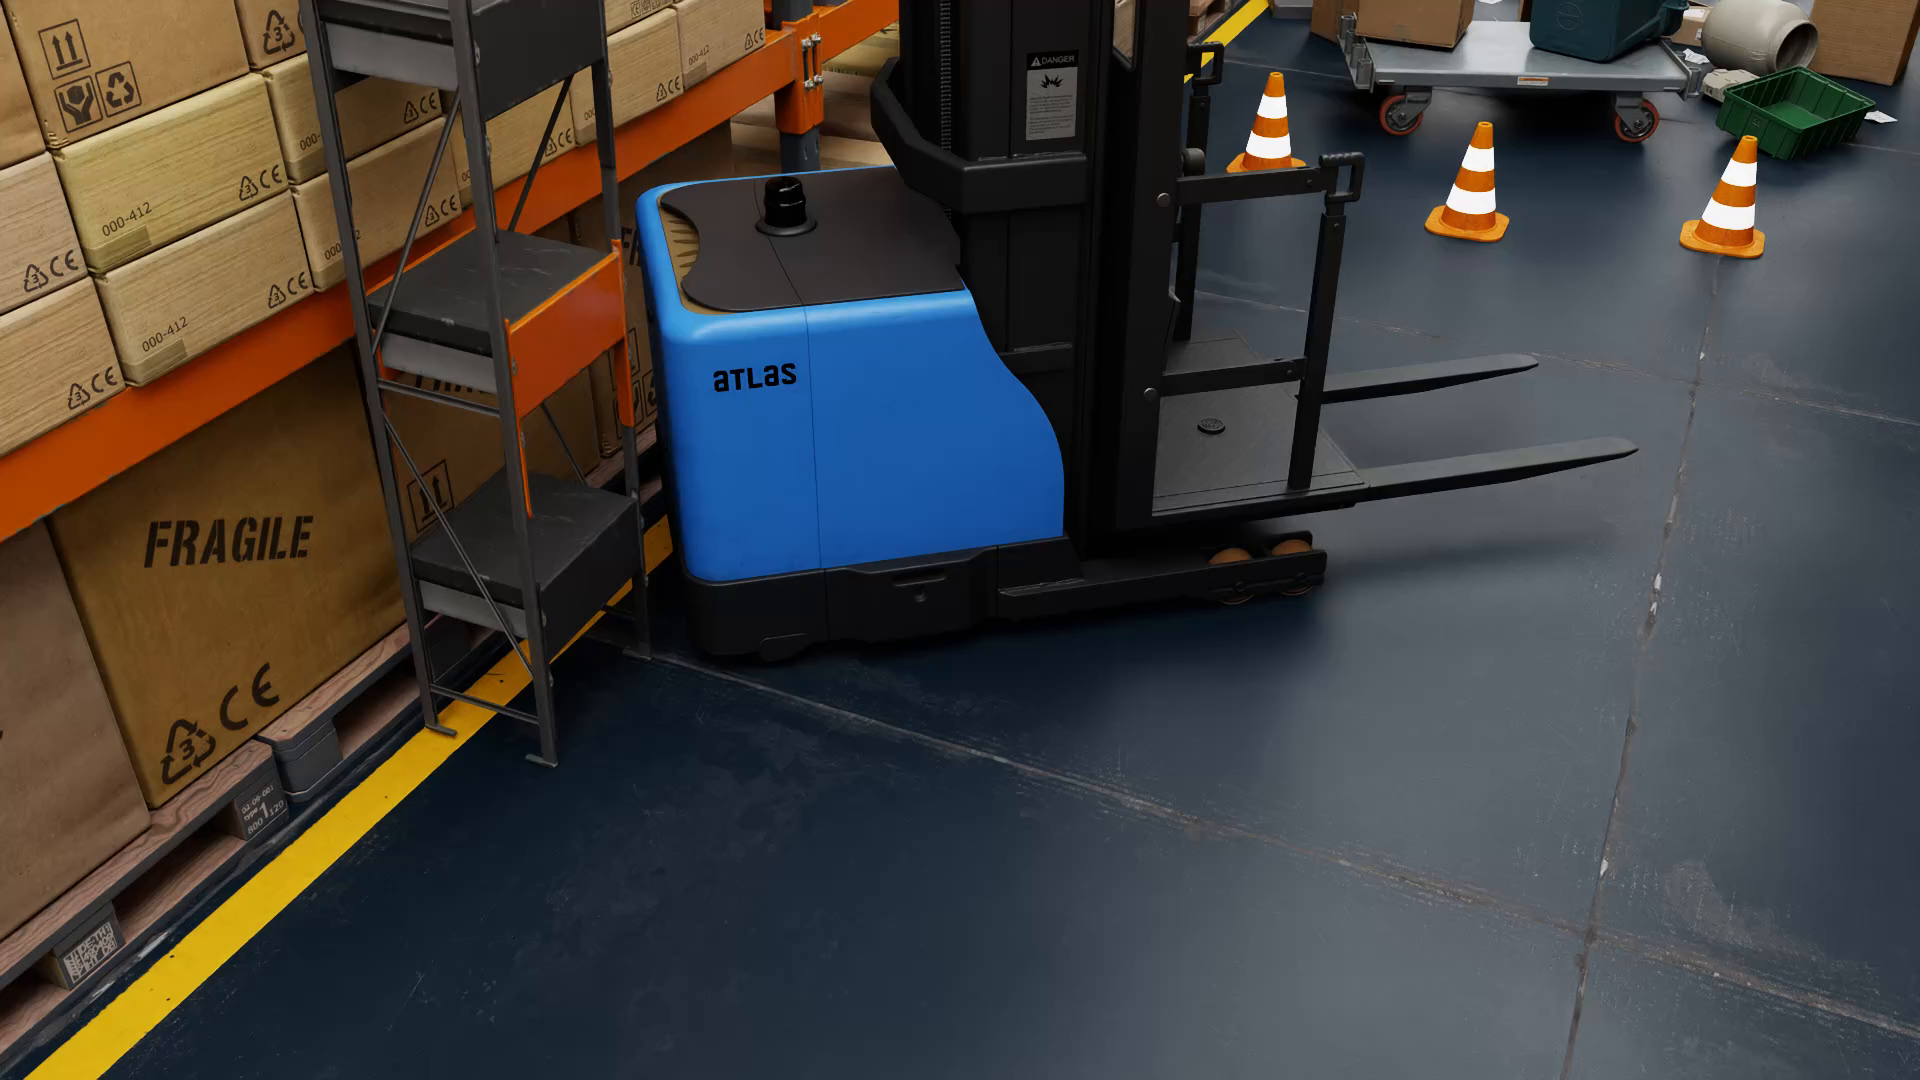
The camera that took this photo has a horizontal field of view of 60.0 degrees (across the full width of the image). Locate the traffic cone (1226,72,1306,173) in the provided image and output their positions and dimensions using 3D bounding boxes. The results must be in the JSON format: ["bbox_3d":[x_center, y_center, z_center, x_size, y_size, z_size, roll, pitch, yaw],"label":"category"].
[{"bbox_3d":[1.463,-1.966,7.826,0.336,0.463,0.334,14,36,20],"label":"traffic cone"}]

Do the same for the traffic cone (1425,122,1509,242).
[{"bbox_3d":[2.250,-1.592,7.256,0.336,0.463,0.334,14,36,20],"label":"traffic cone"}]

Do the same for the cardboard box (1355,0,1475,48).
[{"bbox_3d":[2.340,-2.844,8.440,0.500,0.500,0.500,14,36,20],"label":"cardboard box"}]

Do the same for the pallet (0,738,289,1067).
[{"bbox_3d":[-2.382,0.783,3.863,1.003,0.211,1.213,14,36,20],"label":"pallet"}]

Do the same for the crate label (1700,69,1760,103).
[{"bbox_3d":[4.073,-2.384,8.761,0.298,0.136,0.250,-9,34,-13],"label":"crate label"}]

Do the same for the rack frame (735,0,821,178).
[{"bbox_3d":[-0.963,-1.973,5.524,1.000,3.000,0.127,14,36,20],"label":"rack frame"}]

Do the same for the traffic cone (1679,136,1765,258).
[{"bbox_3d":[3.316,-1.498,7.113,0.336,0.463,0.334,14,36,20],"label":"traffic cone"}]

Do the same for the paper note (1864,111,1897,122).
[{"bbox_3d":[4.708,-2.182,8.549,0.147,0.020,0.142,-9,34,-13],"label":"paper note"}]

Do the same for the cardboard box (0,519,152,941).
[{"bbox_3d":[-2.450,0.404,3.452,0.875,0.875,0.875,15,36,22],"label":"cardboard box"}]

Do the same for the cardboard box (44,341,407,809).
[{"bbox_3d":[-2.079,-0.047,4.141,0.875,0.875,0.875,15,36,22],"label":"cardboard box"}]

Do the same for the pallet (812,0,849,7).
[{"bbox_3d":[-0.761,-2.273,6.155,1.213,0.211,1.003,14,36,20],"label":"pallet"}]

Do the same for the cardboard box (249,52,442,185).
[{"bbox_3d":[-1.559,-1.046,3.790,0.500,0.250,0.500,13,35,19],"label":"cardboard box"}]

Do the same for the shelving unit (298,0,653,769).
[{"bbox_3d":[-1.102,-0.444,3.993,0.431,2.100,0.503,14,36,16],"label":"shelving unit"}]

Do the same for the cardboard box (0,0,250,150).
[{"bbox_3d":[-1.791,-1.103,3.194,0.500,0.500,0.500,13,36,19],"label":"cardboard box"}]

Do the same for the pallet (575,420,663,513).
[{"bbox_3d":[-1.361,-0.432,5.716,1.003,0.211,1.213,14,36,20],"label":"pallet"}]

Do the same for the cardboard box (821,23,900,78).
[{"bbox_3d":[-0.094,-2.075,7.693,0.950,0.372,0.625,15,36,22],"label":"cardboard box"}]

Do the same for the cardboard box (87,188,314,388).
[{"bbox_3d":[-1.769,-0.587,3.546,0.500,0.250,0.500,14,36,20],"label":"cardboard box"}]

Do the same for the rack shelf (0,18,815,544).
[{"bbox_3d":[-1.800,-0.677,4.202,1.077,0.370,4.000,14,36,20],"label":"rack shelf"}]

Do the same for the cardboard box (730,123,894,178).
[{"bbox_3d":[-0.717,-1.329,6.555,0.950,0.372,0.625,12,35,17],"label":"cardboard box"}]

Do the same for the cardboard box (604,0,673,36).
[{"bbox_3d":[-1.146,-1.564,4.581,0.500,0.250,0.500,13,36,19],"label":"cardboard box"}]

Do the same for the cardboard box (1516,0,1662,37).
[{"bbox_3d":[3.565,-3.047,9.315,0.797,0.637,0.503,14,36,20],"label":"cardboard box"}]

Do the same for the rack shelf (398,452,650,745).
[{"bbox_3d":[-1.135,0.144,4.396,0.431,0.518,0.480,14,36,16],"label":"rack shelf"}]

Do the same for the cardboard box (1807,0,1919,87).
[{"bbox_3d":[4.966,-2.845,9.130,0.500,0.500,0.500,21,39,28],"label":"cardboard box"}]

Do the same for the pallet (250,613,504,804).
[{"bbox_3d":[-1.873,0.173,4.793,1.003,0.211,1.213,14,36,20],"label":"pallet"}]

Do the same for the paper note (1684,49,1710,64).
[{"bbox_3d":[4.155,-2.732,9.395,0.172,0.023,0.155,29,43,36],"label":"paper note"}]

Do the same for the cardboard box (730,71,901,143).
[{"bbox_3d":[-0.416,-1.699,7.118,0.950,0.372,0.625,13,36,20],"label":"cardboard box"}]

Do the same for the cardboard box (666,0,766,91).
[{"bbox_3d":[-0.939,-1.599,5.090,0.500,0.250,0.500,13,35,19],"label":"cardboard box"}]

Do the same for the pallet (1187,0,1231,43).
[{"bbox_3d":[0.960,-3.142,9.849,1.003,0.211,1.213,14,36,20],"label":"pallet"}]

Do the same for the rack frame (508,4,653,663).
[{"bbox_3d":[-1.014,-0.569,4.184,0.400,2.100,0.015,14,36,16],"label":"rack frame"}]

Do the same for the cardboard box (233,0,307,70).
[{"bbox_3d":[-1.581,-1.362,3.589,0.500,0.500,0.500,14,36,20],"label":"cardboard box"}]

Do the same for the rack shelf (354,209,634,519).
[{"bbox_3d":[-1.102,-0.433,4.001,0.431,0.518,0.480,14,36,16],"label":"rack shelf"}]

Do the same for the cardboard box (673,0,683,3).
[{"bbox_3d":[-0.935,-1.820,4.971,0.500,0.250,0.500,14,36,20],"label":"cardboard box"}]

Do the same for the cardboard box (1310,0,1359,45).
[{"bbox_3d":[2.395,-3.143,9.585,0.500,0.500,0.500,-15,36,-21],"label":"cardboard box"}]

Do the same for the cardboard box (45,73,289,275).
[{"bbox_3d":[-1.768,-0.793,3.405,0.500,0.250,0.500,15,36,21],"label":"cardboard box"}]

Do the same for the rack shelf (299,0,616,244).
[{"bbox_3d":[-1.069,-1.011,3.607,0.431,0.518,0.480,14,36,16],"label":"rack shelf"}]

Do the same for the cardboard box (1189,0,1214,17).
[{"bbox_3d":[1.203,-3.223,9.555,0.500,0.250,0.500,13,35,18],"label":"cardboard box"}]

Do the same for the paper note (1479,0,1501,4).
[{"bbox_3d":[3.305,-3.395,10.411,0.148,0.019,0.142,29,43,36],"label":"paper note"}]

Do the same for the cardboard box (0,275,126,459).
[{"bbox_3d":[-1.997,-0.335,3.162,0.500,0.250,0.500,13,36,19],"label":"cardboard box"}]

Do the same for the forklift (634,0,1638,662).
[{"bbox_3d":[0.609,-1.307,4.571,3.031,2.935,1.130,-8,34,-11],"label":"forklift"}]

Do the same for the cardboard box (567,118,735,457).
[{"bbox_3d":[-1.327,-0.936,5.496,0.875,0.875,0.875,14,36,20],"label":"cardboard box"}]

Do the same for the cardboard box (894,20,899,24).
[{"bbox_3d":[0.196,-2.422,8.221,0.950,0.372,0.625,16,37,23],"label":"cardboard box"}]

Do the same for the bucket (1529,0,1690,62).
[{"bbox_3d":[3.212,-2.744,8.298,0.726,0.611,0.620,29,53,36],"label":"bucket"}]

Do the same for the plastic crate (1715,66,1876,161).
[{"bbox_3d":[4.132,-2.116,8.253,0.662,0.188,0.450,-21,49,-29],"label":"plastic crate"}]

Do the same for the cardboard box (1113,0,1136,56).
[{"bbox_3d":[0.493,-2.781,8.769,0.950,0.372,0.625,15,36,21],"label":"cardboard box"}]

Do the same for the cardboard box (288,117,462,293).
[{"bbox_3d":[-1.551,-0.834,3.923,0.500,0.250,0.500,14,36,20],"label":"cardboard box"}]

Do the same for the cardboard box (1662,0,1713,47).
[{"bbox_3d":[4.295,-3.016,9.607,0.396,0.266,0.258,21,39,28],"label":"cardboard box"}]

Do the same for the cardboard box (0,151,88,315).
[{"bbox_3d":[-2.004,-0.548,3.031,0.500,0.250,0.500,15,36,21],"label":"cardboard box"}]

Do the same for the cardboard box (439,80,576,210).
[{"bbox_3d":[-1.363,-1.094,4.320,0.500,0.250,0.500,14,36,20],"label":"cardboard box"}]

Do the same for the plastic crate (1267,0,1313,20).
[{"bbox_3d":[2.112,-3.338,10.269,0.402,0.080,0.583,3,33,4],"label":"plastic crate"}]

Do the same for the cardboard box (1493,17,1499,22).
[{"bbox_3d":[3.001,-2.736,9.180,0.258,0.266,0.396,-9,34,-13],"label":"cardboard box"}]

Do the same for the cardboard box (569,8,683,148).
[{"bbox_3d":[-1.138,-1.341,4.697,0.500,0.250,0.500,15,36,21],"label":"cardboard box"}]

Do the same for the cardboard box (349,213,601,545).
[{"bbox_3d":[-1.704,-0.492,4.820,0.875,0.875,0.875,15,36,21],"label":"cardboard box"}]

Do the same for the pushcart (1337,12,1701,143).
[{"bbox_3d":[2.802,-2.371,8.522,1.648,0.377,0.936,3,33,4],"label":"pushcart"}]

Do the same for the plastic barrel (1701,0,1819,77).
[{"bbox_3d":[4.330,-2.720,9.012,0.421,0.421,0.512,-15,36,-21],"label":"plastic barrel"}]

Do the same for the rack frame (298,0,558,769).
[{"bbox_3d":[-1.189,-0.319,3.803,0.400,2.100,0.015,14,36,16],"label":"rack frame"}]

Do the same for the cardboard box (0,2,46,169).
[{"bbox_3d":[-2.003,-0.854,2.814,0.500,0.500,0.500,14,36,20],"label":"cardboard box"}]

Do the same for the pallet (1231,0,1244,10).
[{"bbox_3d":[1.469,-3.752,10.779,1.003,0.211,1.213,14,36,20],"label":"pallet"}]

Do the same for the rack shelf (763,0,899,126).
[{"bbox_3d":[-0.126,-2.669,7.241,1.077,0.370,4.000,14,36,20],"label":"rack shelf"}]

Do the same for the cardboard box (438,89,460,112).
[{"bbox_3d":[-1.342,-1.304,4.185,0.500,0.250,0.500,13,36,19],"label":"cardboard box"}]
